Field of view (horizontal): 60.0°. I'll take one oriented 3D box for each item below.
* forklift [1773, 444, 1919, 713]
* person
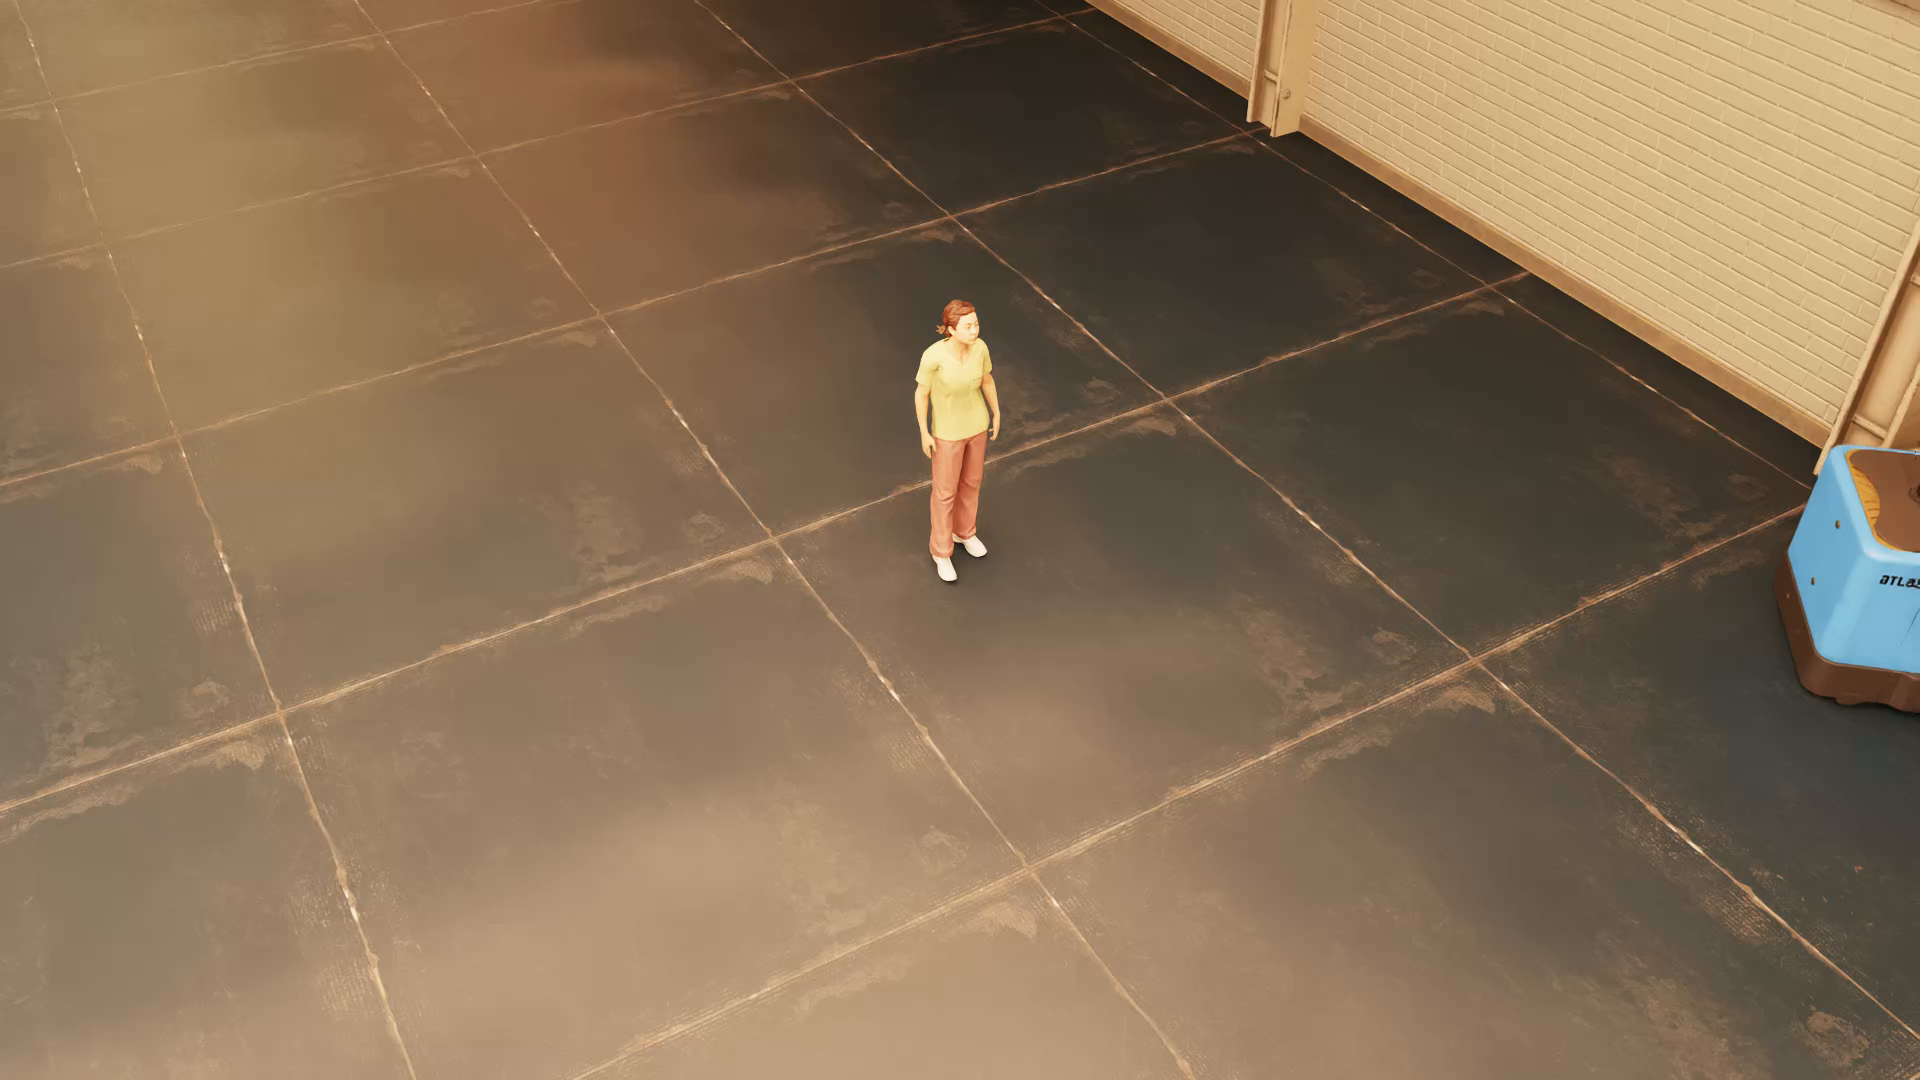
[{"bbox_3d":[6.249,-0.367,8.479,3.031,2.935,1.130,7,40,8],"label":"forklift"},{"bbox_3d":[0.027,-0.598,9.745,0.553,1.652,0.548,-20,44,-23],"label":"person"}]
